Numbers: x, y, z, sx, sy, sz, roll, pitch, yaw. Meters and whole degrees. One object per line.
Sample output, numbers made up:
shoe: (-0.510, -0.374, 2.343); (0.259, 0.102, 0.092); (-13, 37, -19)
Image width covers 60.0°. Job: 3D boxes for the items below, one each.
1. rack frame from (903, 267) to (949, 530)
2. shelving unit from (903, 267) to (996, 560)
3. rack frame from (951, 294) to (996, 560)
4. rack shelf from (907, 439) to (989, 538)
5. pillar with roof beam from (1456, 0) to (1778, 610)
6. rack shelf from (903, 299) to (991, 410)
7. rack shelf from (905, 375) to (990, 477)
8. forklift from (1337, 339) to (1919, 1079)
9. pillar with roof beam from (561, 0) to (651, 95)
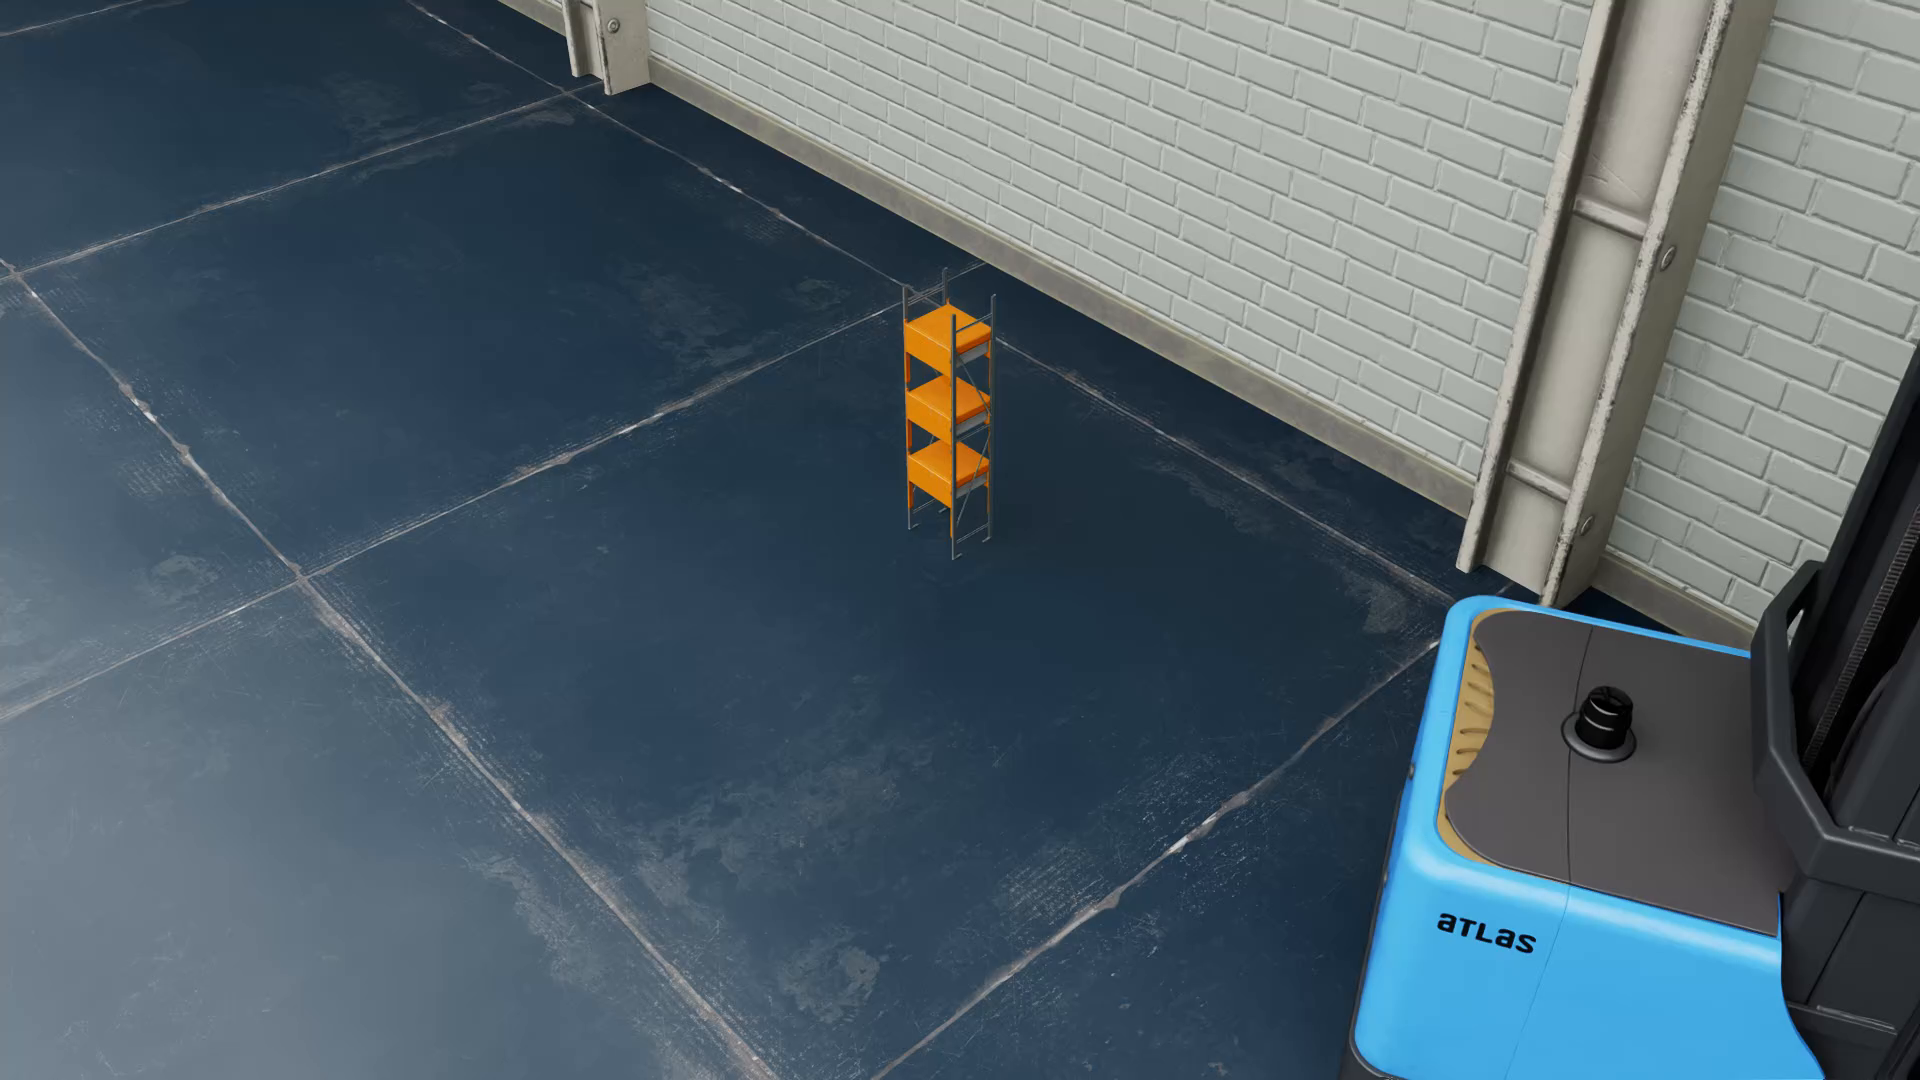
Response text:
rack frame: (-0.119, -0.490, 6.021); (0.200, 1.050, 0.008); (-30, 48, -32)
shelving unit: (-0.036, -0.433, 5.951); (0.215, 1.050, 0.252); (-30, 48, -32)
rack frame: (0.046, -0.377, 5.881); (0.200, 1.050, 0.008); (-30, 48, -32)
rack shelf: (-0.036, -0.209, 6.132); (0.215, 0.259, 0.240); (-30, 48, -32)
pillar with roof beam: (-1.100, -1.548, 1.005); (9.100, 9.000, 0.400); (-30, 48, -32)
rack shelf: (-0.036, -0.646, 5.779); (0.215, 0.259, 0.240); (-30, 48, -32)
rack shelf: (-0.036, -0.425, 5.957); (0.215, 0.259, 0.240); (-30, 48, -32)
forklift: (2.554, 0.420, 3.397); (3.031, 2.935, 1.130); (13, 41, 15)
pillar with roof beam: (-5.158, -4.325, 4.443); (9.100, 9.000, 0.400); (-30, 48, -32)
